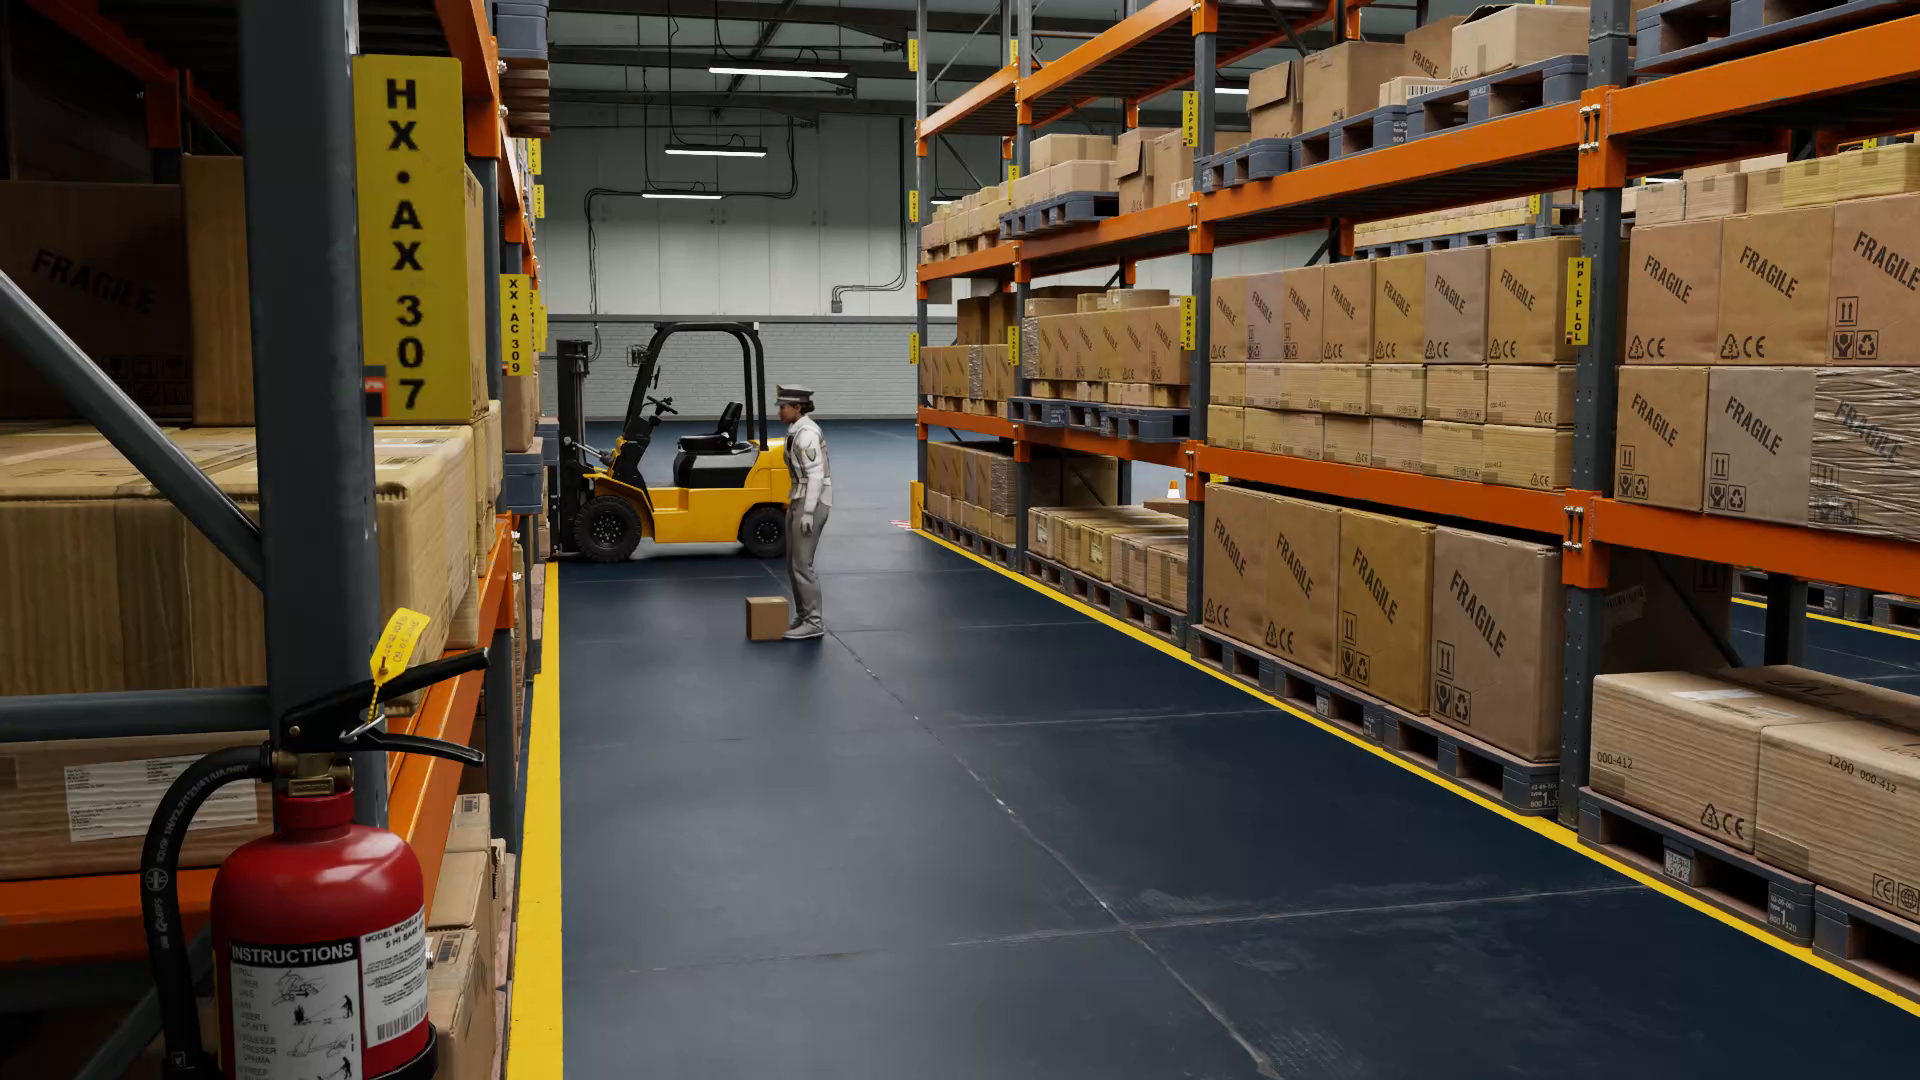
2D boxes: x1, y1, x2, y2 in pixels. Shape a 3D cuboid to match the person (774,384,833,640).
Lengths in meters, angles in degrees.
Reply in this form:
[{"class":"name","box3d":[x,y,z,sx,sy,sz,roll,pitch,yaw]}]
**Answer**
[{"class":"person","box3d":[-1.032,-0.192,10.930,0.375,1.662,0.531,-2,6,-16]}]
